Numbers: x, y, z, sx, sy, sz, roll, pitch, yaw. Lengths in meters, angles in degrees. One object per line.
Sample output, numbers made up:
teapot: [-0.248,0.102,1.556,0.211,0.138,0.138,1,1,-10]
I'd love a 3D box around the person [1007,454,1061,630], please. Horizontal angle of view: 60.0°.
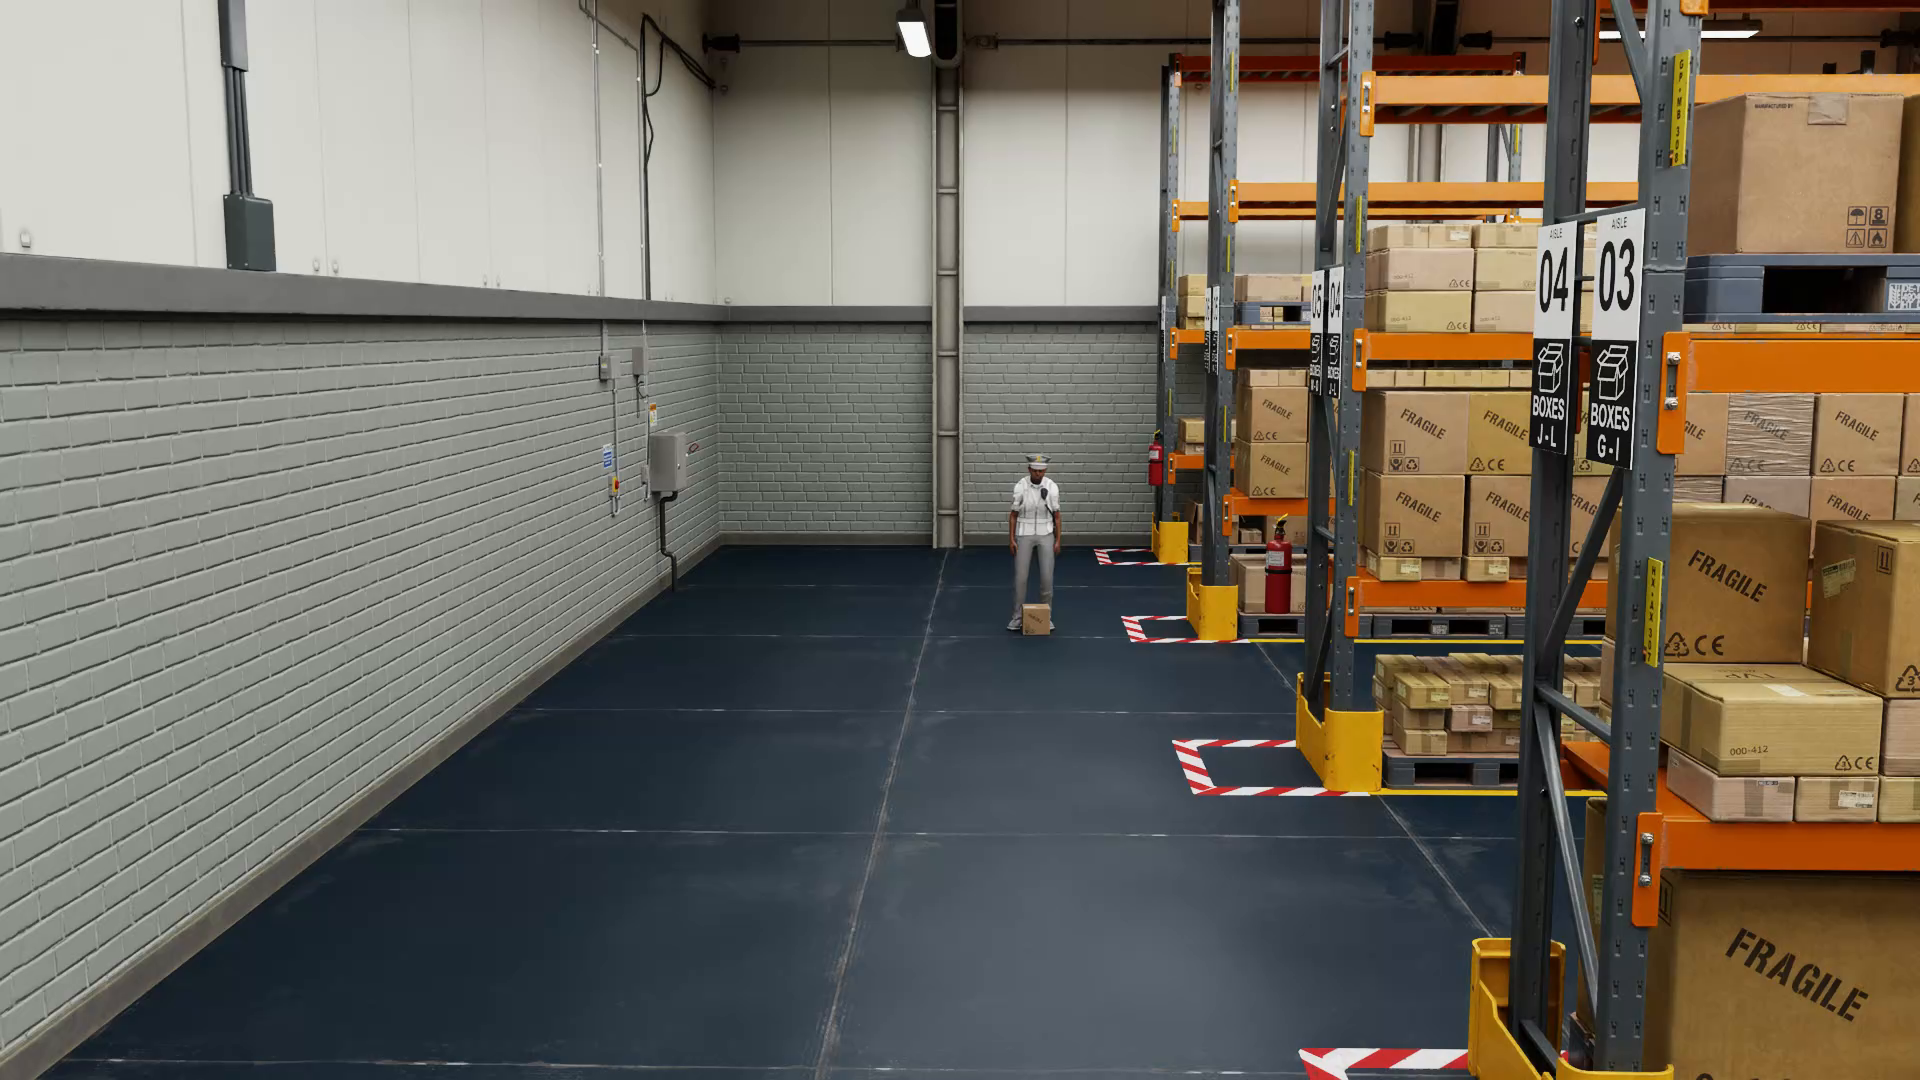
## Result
person: [0.701,0.013,15.676,0.508,1.659,0.396,0,7,1]
